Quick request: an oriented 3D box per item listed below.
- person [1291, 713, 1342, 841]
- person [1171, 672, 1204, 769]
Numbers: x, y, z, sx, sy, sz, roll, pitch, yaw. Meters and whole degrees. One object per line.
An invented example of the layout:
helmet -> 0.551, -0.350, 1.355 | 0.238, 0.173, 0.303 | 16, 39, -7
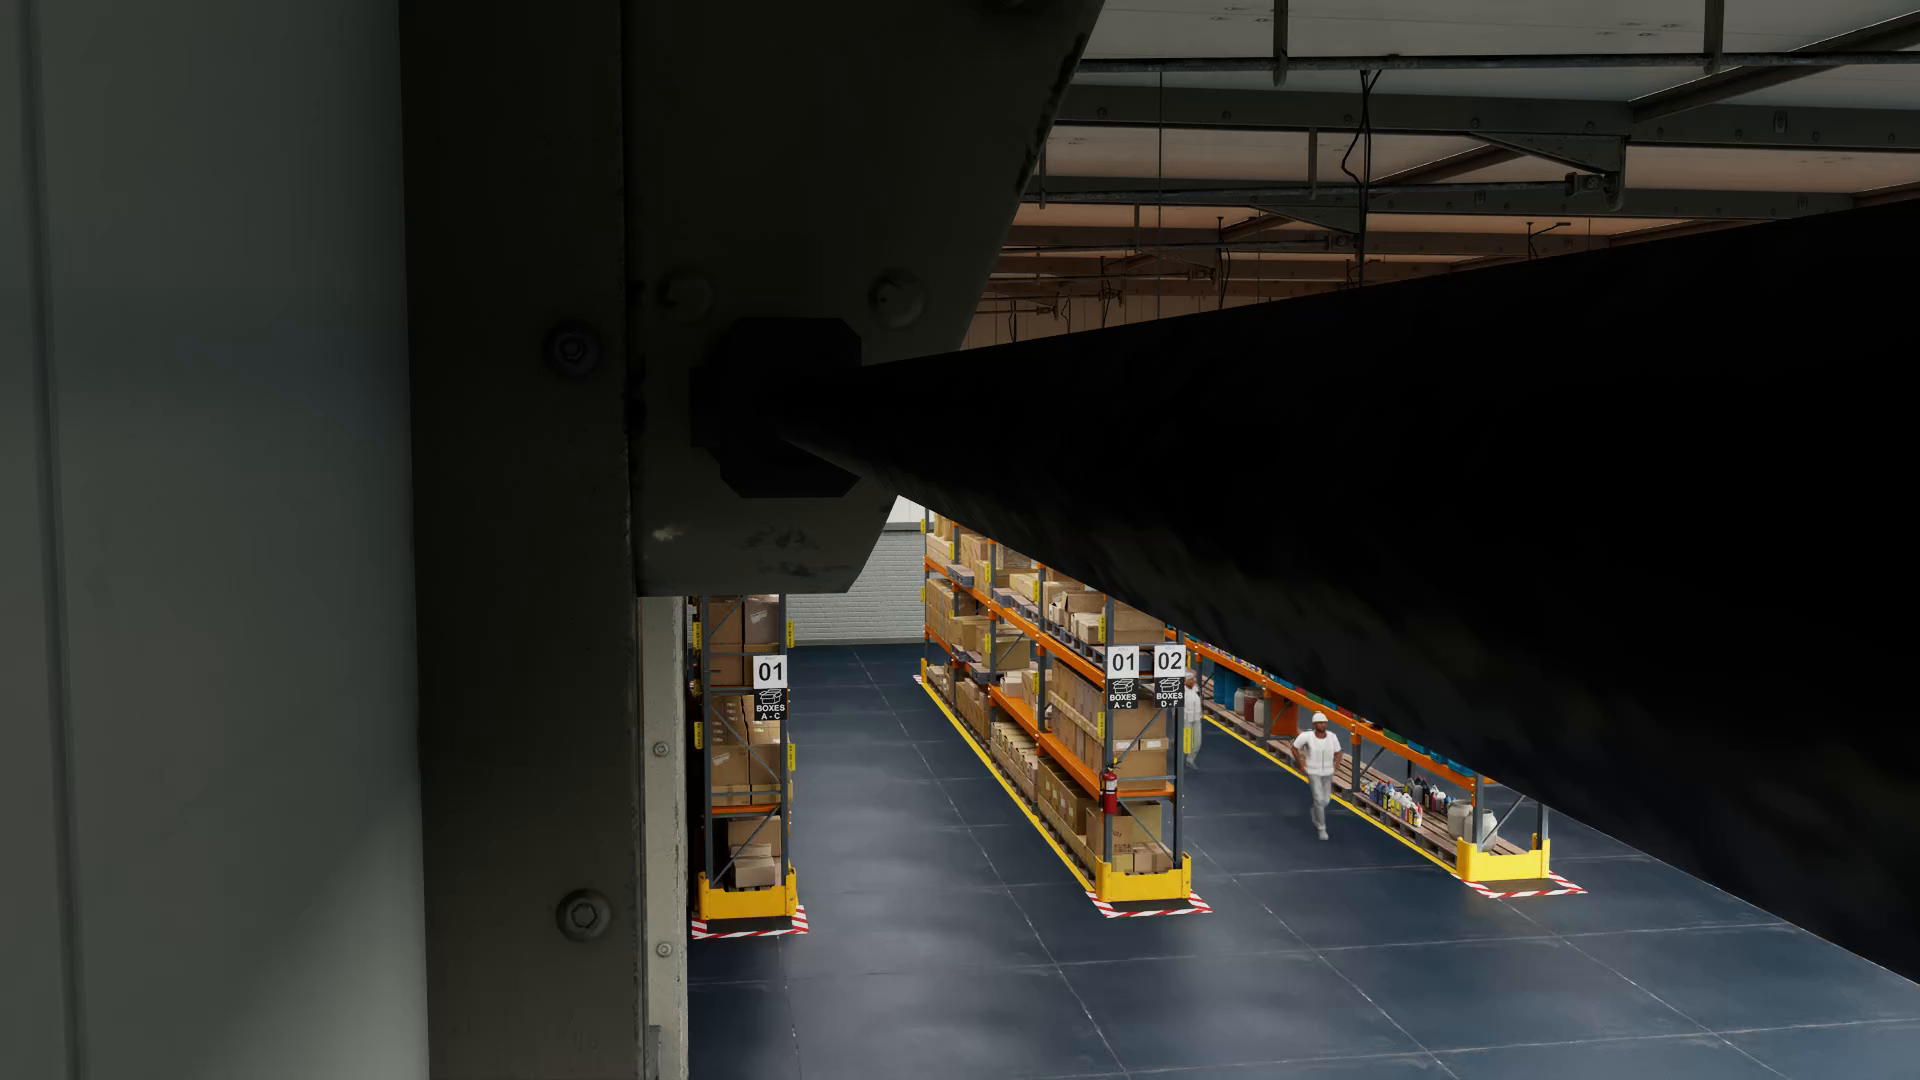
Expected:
person -> 5.143, 3.349, 23.861 | 0.701, 1.769, 0.827 | -1, 5, -11
person -> 3.867, 3.048, 28.234 | 0.609, 1.628, 0.584 | -2, 5, -23
